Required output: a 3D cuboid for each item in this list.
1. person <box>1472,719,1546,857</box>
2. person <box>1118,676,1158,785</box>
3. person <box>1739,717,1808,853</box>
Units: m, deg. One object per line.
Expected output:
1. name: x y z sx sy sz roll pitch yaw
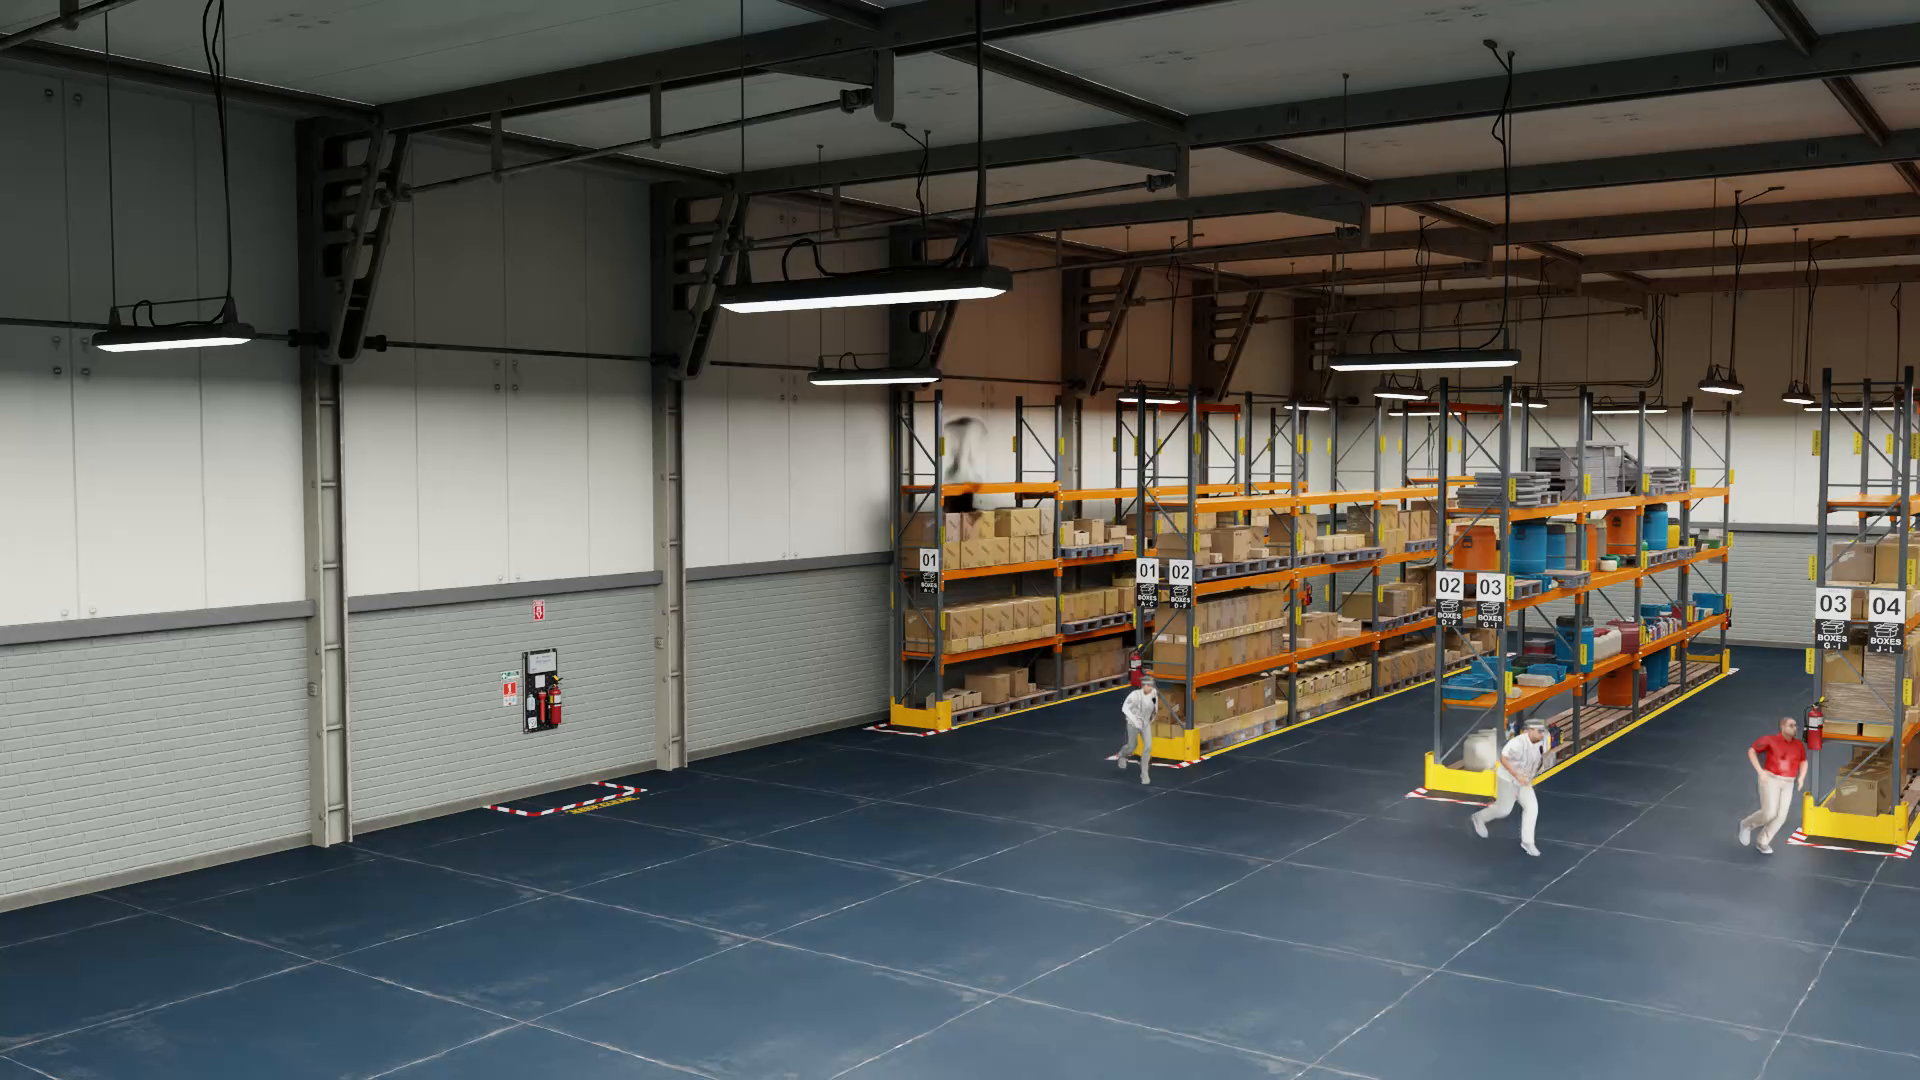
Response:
1. person: 6.841 3.022 20.710 0.693 1.720 1.010 -3 4 -38
2. person: 2.660 2.813 25.066 0.647 1.630 0.966 -2 4 -27
3. person: 10.112 3.052 20.533 0.741 1.601 0.520 0 3 -7
